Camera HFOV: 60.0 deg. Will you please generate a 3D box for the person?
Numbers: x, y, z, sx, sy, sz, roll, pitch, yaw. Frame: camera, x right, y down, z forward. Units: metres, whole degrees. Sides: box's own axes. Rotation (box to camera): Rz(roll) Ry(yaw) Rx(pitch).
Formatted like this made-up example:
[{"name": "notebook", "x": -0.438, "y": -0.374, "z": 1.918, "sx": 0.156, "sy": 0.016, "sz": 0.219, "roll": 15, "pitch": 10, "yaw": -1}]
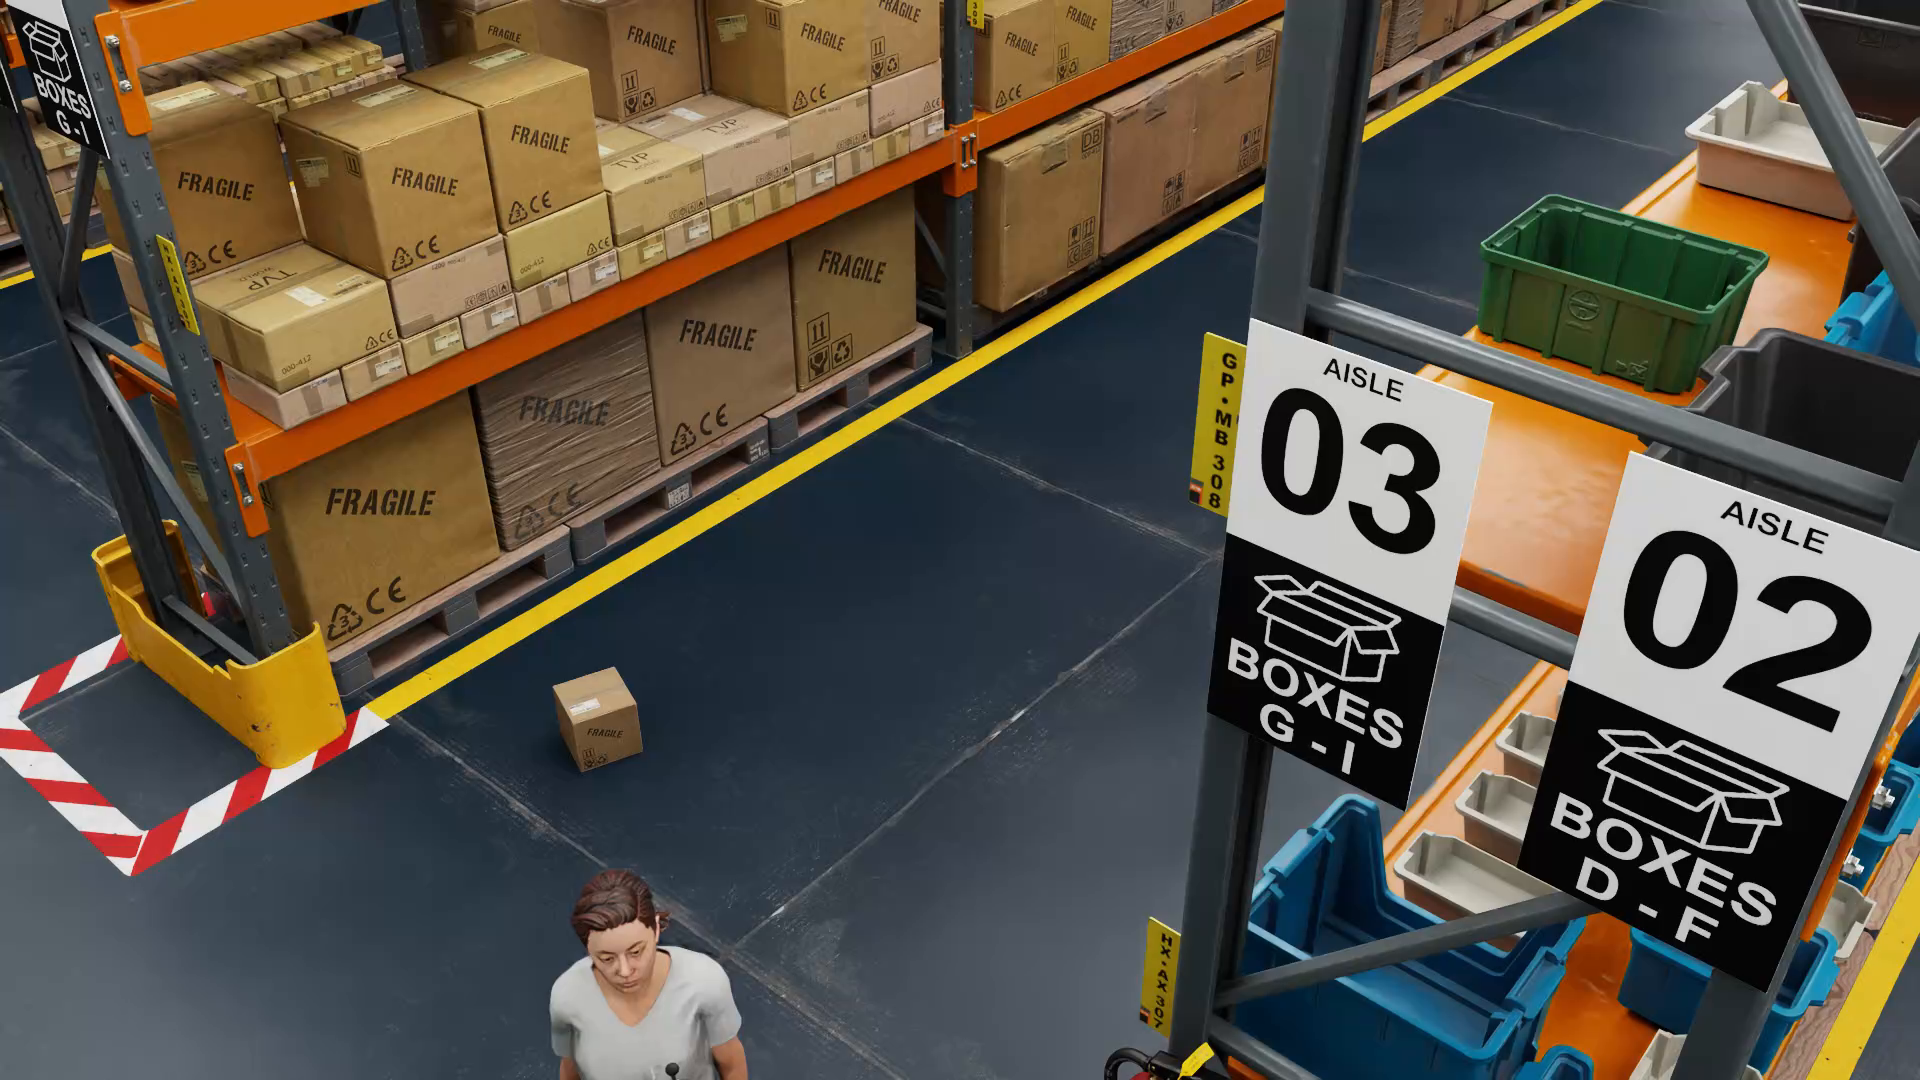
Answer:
[{"name": "person", "x": -0.734, "y": 1.432, "z": 4.088, "sx": 0.447, "sy": 1.648, "sz": 0.683, "roll": -4, "pitch": 35, "yaw": -5}]
